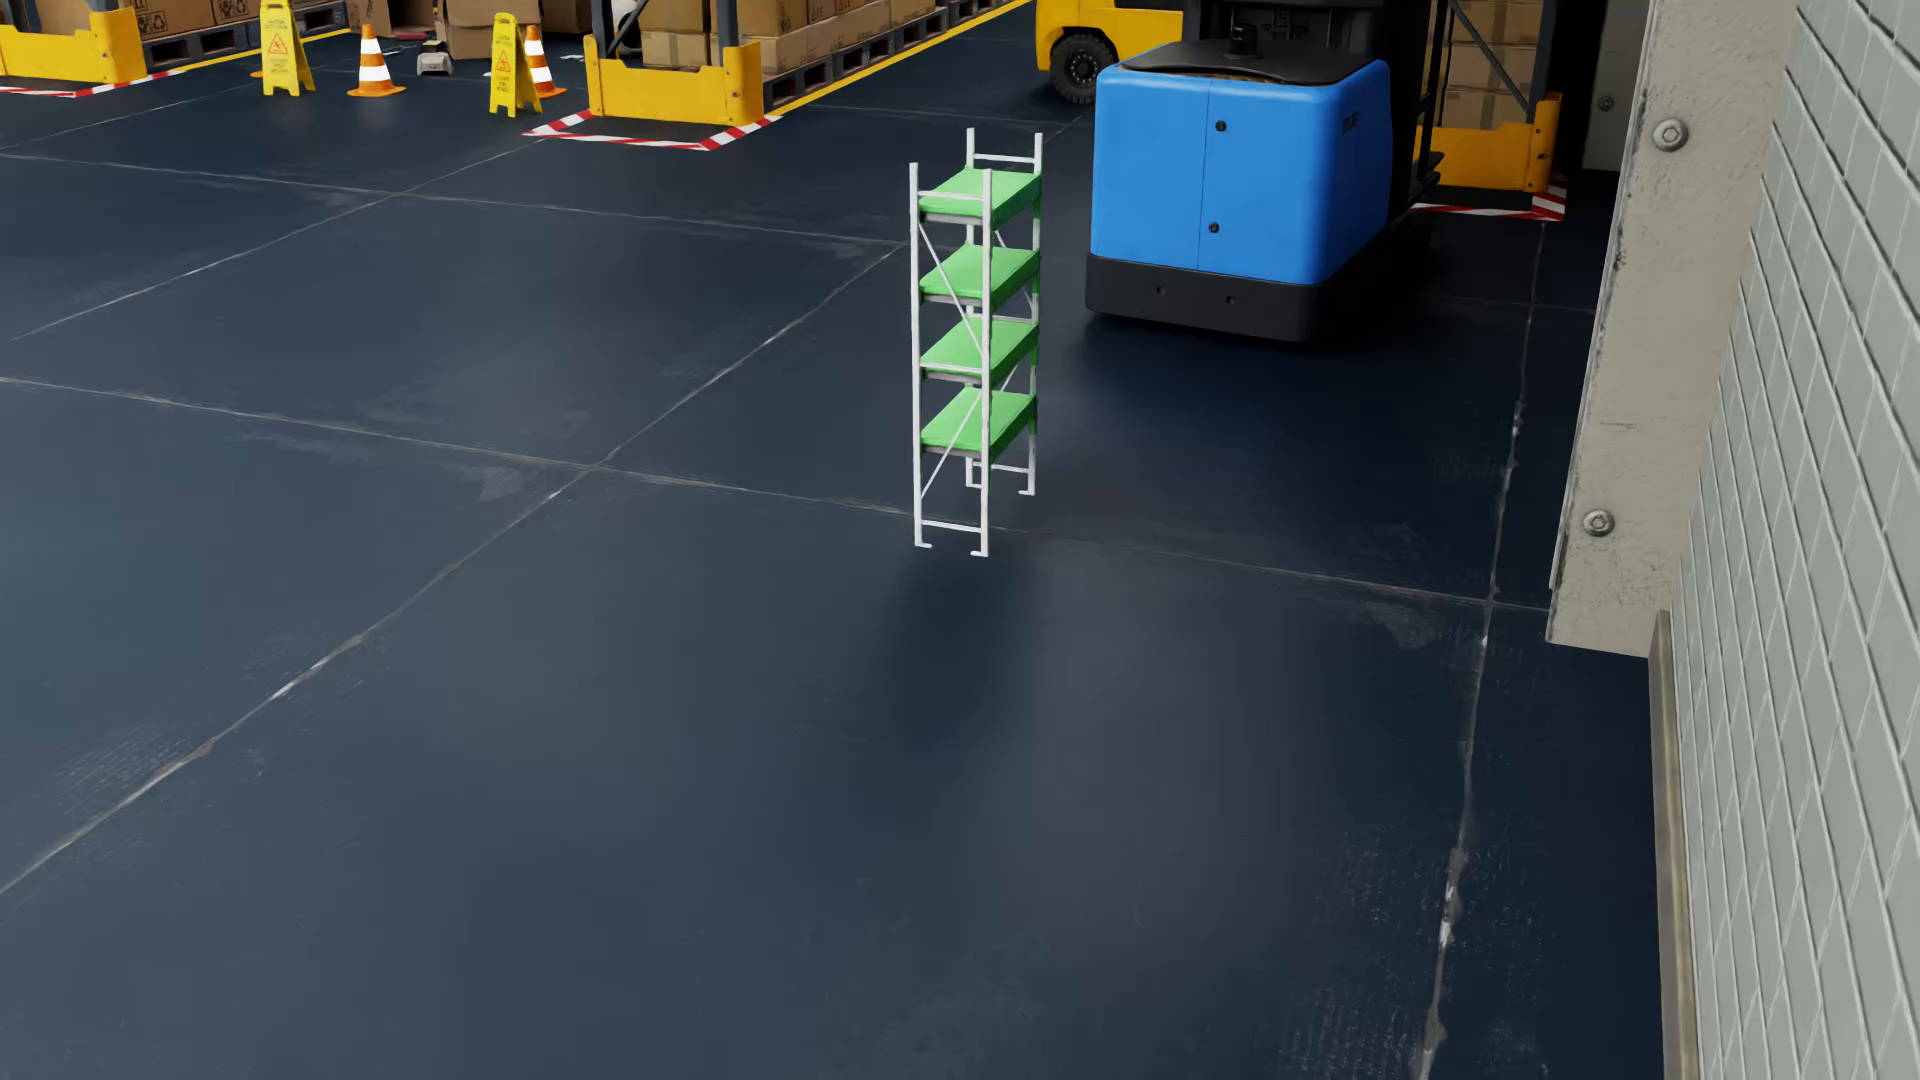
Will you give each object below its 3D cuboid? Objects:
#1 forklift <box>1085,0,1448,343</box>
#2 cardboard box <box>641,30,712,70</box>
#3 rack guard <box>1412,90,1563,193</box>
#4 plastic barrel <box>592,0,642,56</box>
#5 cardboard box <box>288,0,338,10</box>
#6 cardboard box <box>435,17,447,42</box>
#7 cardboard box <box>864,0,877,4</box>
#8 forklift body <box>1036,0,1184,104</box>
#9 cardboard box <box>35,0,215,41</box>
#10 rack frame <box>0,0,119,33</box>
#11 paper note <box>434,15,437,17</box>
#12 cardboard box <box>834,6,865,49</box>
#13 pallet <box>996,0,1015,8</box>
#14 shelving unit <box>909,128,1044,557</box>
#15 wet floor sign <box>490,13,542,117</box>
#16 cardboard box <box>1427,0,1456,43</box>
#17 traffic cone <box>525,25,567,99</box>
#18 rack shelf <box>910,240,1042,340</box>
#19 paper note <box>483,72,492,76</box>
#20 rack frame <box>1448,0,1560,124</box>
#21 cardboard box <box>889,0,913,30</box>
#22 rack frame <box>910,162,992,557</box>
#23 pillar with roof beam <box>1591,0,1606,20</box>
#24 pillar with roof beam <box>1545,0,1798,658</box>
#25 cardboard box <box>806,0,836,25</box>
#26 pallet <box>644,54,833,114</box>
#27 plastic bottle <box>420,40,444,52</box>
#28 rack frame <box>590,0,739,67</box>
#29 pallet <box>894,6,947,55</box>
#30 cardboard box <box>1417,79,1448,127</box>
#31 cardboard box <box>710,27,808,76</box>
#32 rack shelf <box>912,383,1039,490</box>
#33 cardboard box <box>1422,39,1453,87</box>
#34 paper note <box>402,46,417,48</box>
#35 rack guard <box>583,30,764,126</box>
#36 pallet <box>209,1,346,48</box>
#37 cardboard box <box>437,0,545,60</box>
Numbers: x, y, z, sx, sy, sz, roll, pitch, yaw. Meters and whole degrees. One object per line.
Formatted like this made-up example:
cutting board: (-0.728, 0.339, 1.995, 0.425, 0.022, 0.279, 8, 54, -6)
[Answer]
forklift: (1.662, -2.726, 7.516, 1.130, 2.935, 3.031, 13, 29, 24)
cardboard box: (-1.892, -3.485, 11.679, 0.500, 0.250, 0.500, 9, 27, 17)
rack guard: (2.758, -2.299, 9.425, 1.175, 0.500, 0.348, 9, 27, 17)
plastic barrel: (-2.656, -4.061, 13.152, 0.421, 0.421, 0.512, -14, 29, -27)
cardboard box: (-5.858, -5.086, 14.268, 0.875, 0.875, 0.875, 9, 27, 18)
cardboard box: (-4.121, -4.268, 13.761, 0.396, 0.266, 0.258, 14, 29, 26)
cardboard box: (-0.865, -4.384, 12.675, 0.500, 0.500, 0.500, 10, 28, 20)
forklift body: (1.677, -4.096, 11.242, 2.313, 2.155, 1.214, 9, 27, 17)
cardboard box: (-6.454, -4.350, 12.748, 0.875, 0.875, 0.875, 9, 27, 18)
rack frame: (-6.617, -4.829, 11.781, 1.000, 3.000, 0.127, 9, 27, 17)
paper note: (-4.656, -4.729, 14.981, 0.147, 0.020, 0.142, -9, 27, -18)
cardboard box: (-1.040, -3.830, 12.392, 0.500, 0.250, 0.500, 11, 28, 21)
pallet: (0.077, -5.364, 16.087, 1.003, 0.211, 1.213, 9, 27, 17)
shelving unit: (0.055, -0.608, 5.129, 0.258, 1.200, 0.503, 9, 27, 17)
wet floor sign: (-2.988, -3.170, 11.056, 0.267, 0.644, 0.232, 20, 32, 35)
cardboard box: (2.626, -3.070, 9.675, 0.500, 0.250, 0.500, 10, 27, 19)
traffic cone: (-2.989, -3.374, 11.688, 0.336, 0.463, 0.334, 9, 27, 17)
rack shelf: (0.055, -0.767, 5.052, 0.258, 0.148, 0.480, 9, 27, 17)
paper note: (-3.478, -3.493, 12.430, 0.148, 0.019, 0.142, 0, 26, -1)
rack frame: (2.766, -3.434, 8.901, 1.000, 3.000, 0.127, 9, 27, 17)
cardboard box: (-0.696, -4.245, 13.250, 0.500, 0.250, 0.500, 8, 27, 16)
rack frame: (-0.026, -0.508, 4.922, 0.240, 1.200, 0.015, 9, 27, 17)
pillar with roof beam: (1.785, -9.380, 14.296, 9.100, 9.000, 0.400, 9, 27, 17)
pillar with roof beam: (-2.208, -4.448, 4.111, 9.100, 9.000, 0.400, 9, 27, 17)
cardboard box: (-1.209, -3.958, 11.796, 0.500, 0.500, 0.500, 8, 27, 16)
pallet: (-1.587, -3.257, 11.735, 1.003, 0.211, 1.213, 9, 27, 17)
plastic bottle: (-4.251, -3.990, 13.421, 0.133, 0.061, 0.283, 0, 26, -1)
rack frame: (-1.916, -4.152, 10.384, 1.000, 3.000, 0.127, 9, 27, 17)
pallet: (-0.775, -4.260, 13.806, 1.003, 0.211, 1.213, 9, 27, 17)
cardboard box: (2.625, -2.624, 9.902, 0.500, 0.250, 0.500, 9, 27, 18)
cardboard box: (-1.386, -3.395, 11.494, 0.500, 0.250, 0.500, 9, 27, 17)
rack shelf: (0.055, -0.335, 5.261, 0.258, 0.148, 0.480, 9, 27, 17)
cardboard box: (2.634, -2.856, 9.806, 0.500, 0.250, 0.500, 8, 27, 17)
paper note: (-4.477, -4.005, 13.510, 0.123, 0.001, 0.032, -20, 33, -36)
rack guard: (-1.890, -3.059, 10.993, 1.175, 0.500, 0.348, 9, 27, 17)
pallet: (-6.017, -4.413, 14.123, 1.003, 0.211, 1.213, 9, 27, 17)
cardboard box: (-3.718, -4.118, 13.177, 0.797, 0.503, 0.637, -9, 27, -18)
